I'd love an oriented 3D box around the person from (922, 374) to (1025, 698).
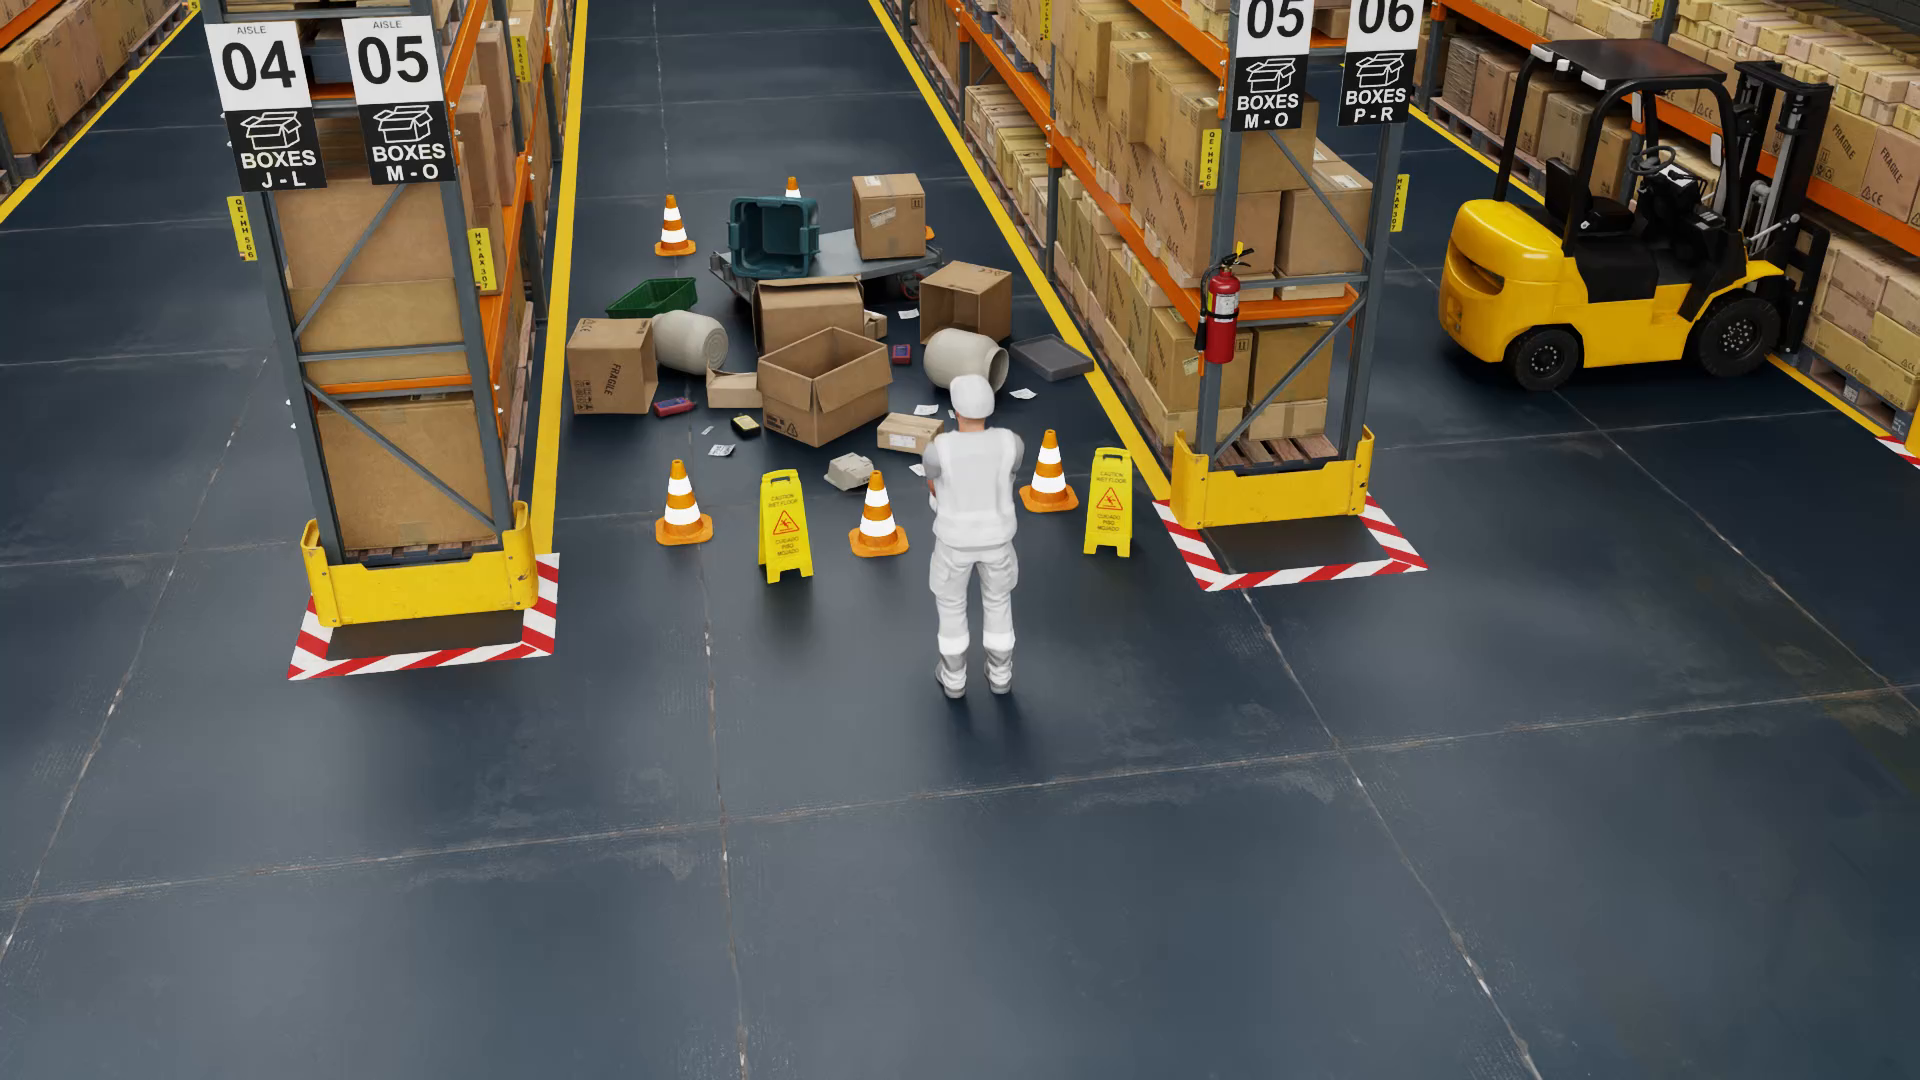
[{"bbox_3d":[0.044,-0.066,8.233,0.494,1.783,0.558,-5,31,-8],"label":"person"}]
